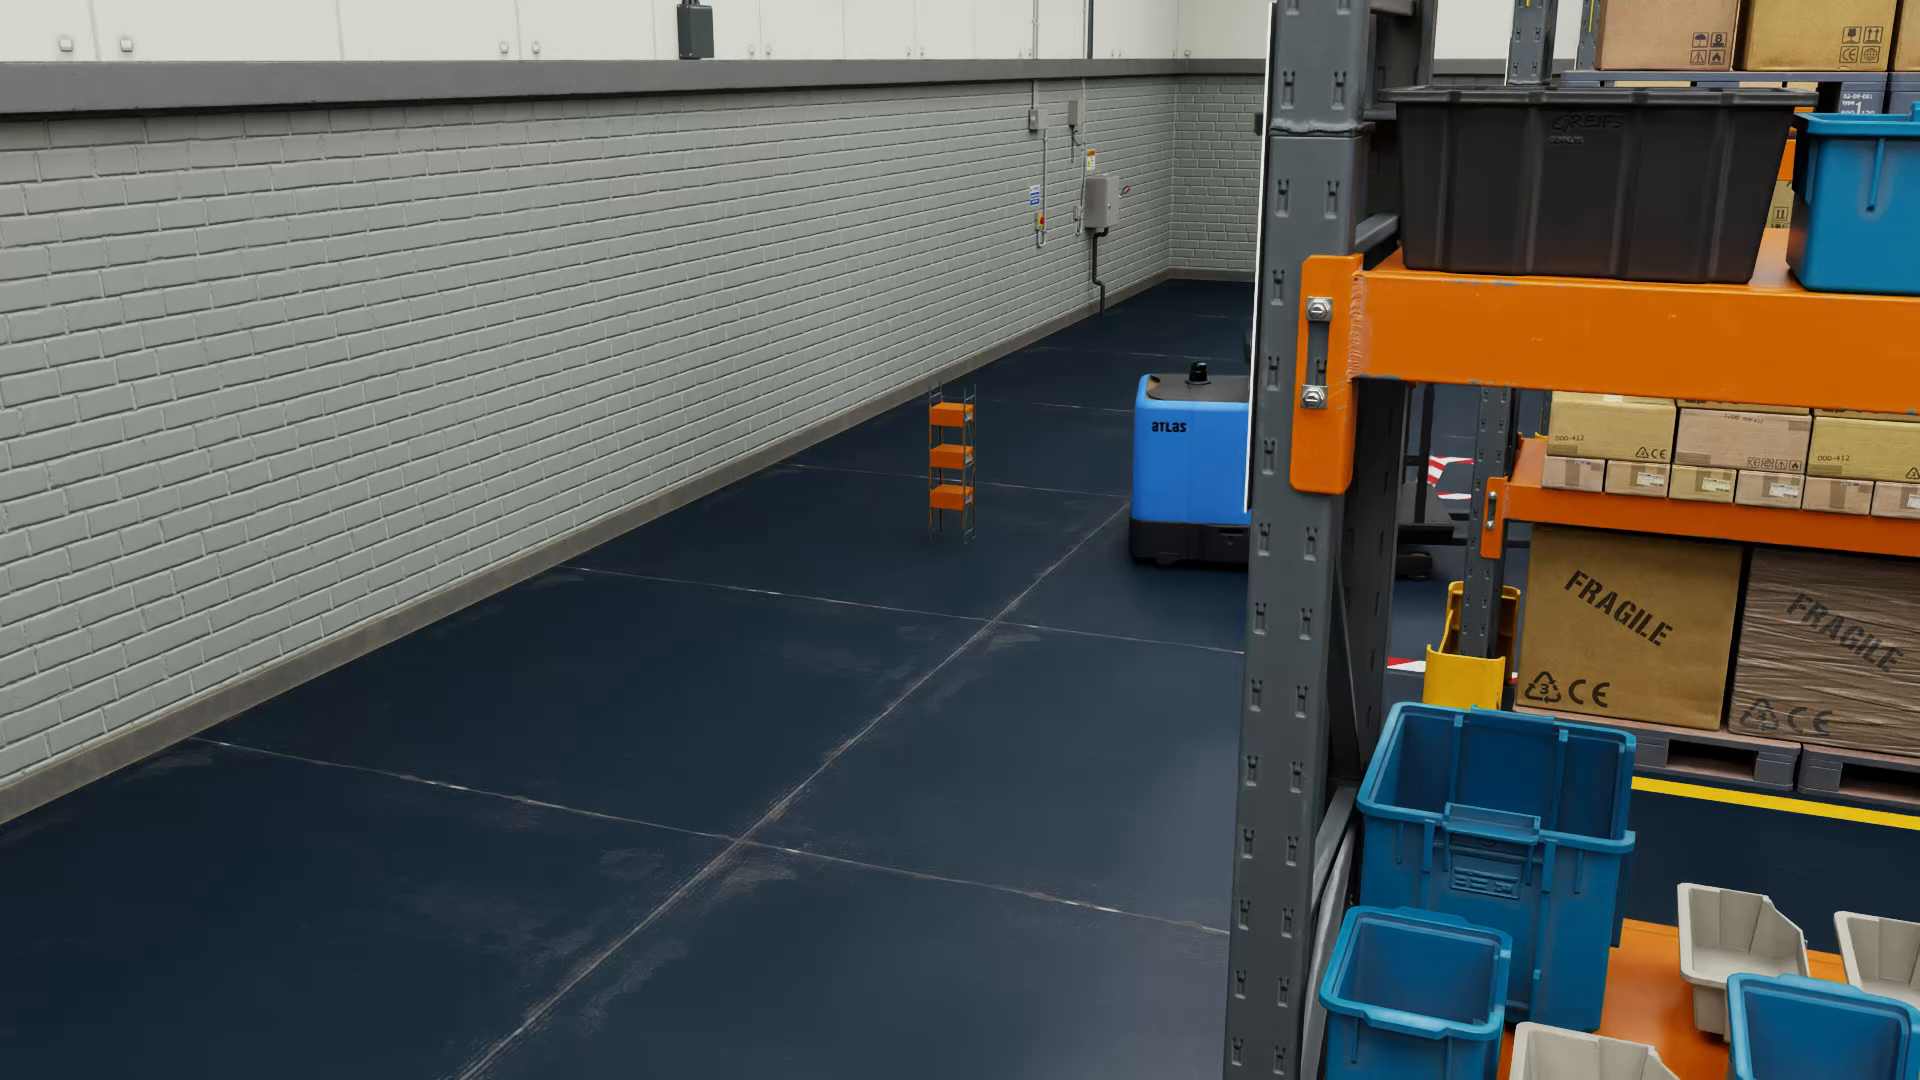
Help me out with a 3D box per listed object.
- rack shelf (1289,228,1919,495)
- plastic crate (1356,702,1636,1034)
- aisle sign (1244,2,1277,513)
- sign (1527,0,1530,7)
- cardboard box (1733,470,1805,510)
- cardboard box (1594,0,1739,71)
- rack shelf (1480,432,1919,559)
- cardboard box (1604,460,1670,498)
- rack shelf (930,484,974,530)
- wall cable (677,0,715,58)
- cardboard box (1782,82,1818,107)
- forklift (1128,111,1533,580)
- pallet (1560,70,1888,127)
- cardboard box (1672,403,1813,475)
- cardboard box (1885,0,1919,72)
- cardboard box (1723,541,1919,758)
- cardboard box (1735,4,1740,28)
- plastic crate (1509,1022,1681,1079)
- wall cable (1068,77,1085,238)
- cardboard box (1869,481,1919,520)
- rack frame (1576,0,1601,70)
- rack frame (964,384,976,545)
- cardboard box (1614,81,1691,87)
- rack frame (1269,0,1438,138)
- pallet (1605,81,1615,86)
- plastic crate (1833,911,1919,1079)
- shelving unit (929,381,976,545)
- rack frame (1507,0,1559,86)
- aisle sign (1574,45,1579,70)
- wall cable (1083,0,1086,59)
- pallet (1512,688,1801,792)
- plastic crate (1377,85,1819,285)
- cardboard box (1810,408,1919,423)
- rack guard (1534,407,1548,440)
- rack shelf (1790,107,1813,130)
[{"bbox_3d":[2.570,-0.185,2.339,4.000,0.370,1.077,6,17,21],"label":"rack shelf"},{"bbox_3d":[1.090,0.646,3.397,0.499,0.435,0.616,6,17,21],"label":"plastic crate"},{"bbox_3d":[0.534,-0.473,2.759,0.004,0.787,0.394,6,17,21],"label":"aisle sign"},{"bbox_3d":[2.318,-2.334,6.742,0.005,0.325,0.100,6,17,21],"label":"sign"},{"bbox_3d":[3.457,-0.258,7.132,0.250,0.149,0.380,6,17,20],"label":"cardboard box"},{"bbox_3d":[3.031,-2.278,7.147,0.500,0.500,0.700,5,17,17],"label":"cardboard box"},{"bbox_3d":[4.388,-0.029,7.182,4.000,0.370,1.077,6,17,21],"label":"rack shelf"},{"bbox_3d":[2.976,-0.310,7.313,0.250,0.149,0.380,6,17,20],"label":"cardboard box"},{"bbox_3d":[-0.050,-0.233,11.127,0.240,0.259,0.215,6,17,21],"label":"rack shelf"},{"bbox_3d":[-1.468,-6.477,11.573,0.120,5.999,2.277,6,17,21],"label":"wall cable"},{"bbox_3d":[5.737,-3.007,11.039,0.500,0.250,0.500,6,17,19],"label":"cardboard box"},{"bbox_3d":[2.635,-1.316,10.451,3.031,2.935,1.130,2,16,8],"label":"forklift"},{"bbox_3d":[3.221,-1.903,7.129,1.213,0.211,1.003,6,17,21],"label":"pallet"},{"bbox_3d":[3.361,-0.479,7.178,0.500,0.250,0.500,6,17,20],"label":"cardboard box"},{"bbox_3d":[4.009,-2.148,6.702,0.500,0.500,0.700,5,17,17],"label":"cardboard box"},{"bbox_3d":[3.999,0.378,7.550,0.875,0.875,0.875,6,17,21],"label":"cardboard box"},{"bbox_3d":[5.115,-3.485,11.075,0.250,0.149,0.380,6,17,21],"label":"cardboard box"},{"bbox_3d":[1.087,0.969,2.822,0.298,0.136,0.250,6,17,21],"label":"plastic crate"},{"bbox_3d":[1.419,-4.576,19.735,0.122,1.984,0.588,6,17,21],"label":"wall cable"},{"bbox_3d":[3.933,-0.205,6.951,0.250,0.149,0.380,6,17,20],"label":"cardboard box"},{"bbox_3d":[4.441,-4.736,11.346,0.127,3.000,1.000,6,17,21],"label":"rack frame"},{"bbox_3d":[0.064,-0.497,11.003,0.008,1.050,0.200,6,17,21],"label":"rack frame"},{"bbox_3d":[4.765,-3.111,11.398,0.500,0.250,0.500,7,18,23],"label":"cardboard box"},{"bbox_3d":[0.710,-2.175,2.525,0.127,3.000,1.000,6,17,21],"label":"rack frame"},{"bbox_3d":[6.857,-4.474,15.982,1.213,0.211,1.003,6,17,21],"label":"pallet"},{"bbox_3d":[1.799,0.874,3.150,0.243,0.136,0.396,6,17,21],"label":"plastic crate"},{"bbox_3d":[-0.050,-0.510,11.046,0.252,1.050,0.215,6,17,21],"label":"shelving unit"},{"bbox_3d":[2.527,-3.460,6.950,0.127,3.000,1.000,6,17,21],"label":"rack frame"},{"bbox_3d":[4.263,-3.033,11.577,0.004,0.787,0.394,6,17,21],"label":"aisle sign"},{"bbox_3d":[1.047,-6.733,18.227,0.029,3.000,2.355,6,17,21],"label":"wall cable"},{"bbox_3d":[3.300,0.822,7.963,1.213,0.211,1.003,6,17,21],"label":"pallet"},{"bbox_3d":[0.966,-0.560,2.577,0.590,0.269,0.497,6,17,21],"label":"plastic crate"},{"bbox_3d":[3.824,-0.788,6.898,0.500,0.500,0.500,6,17,19],"label":"cardboard box"},{"bbox_3d":[4.512,-0.646,12.504,0.348,0.500,1.175,6,17,21],"label":"rack guard"},{"bbox_3d":[6.302,-2.745,11.159,4.000,0.370,1.077,6,17,21],"label":"rack shelf"}]
